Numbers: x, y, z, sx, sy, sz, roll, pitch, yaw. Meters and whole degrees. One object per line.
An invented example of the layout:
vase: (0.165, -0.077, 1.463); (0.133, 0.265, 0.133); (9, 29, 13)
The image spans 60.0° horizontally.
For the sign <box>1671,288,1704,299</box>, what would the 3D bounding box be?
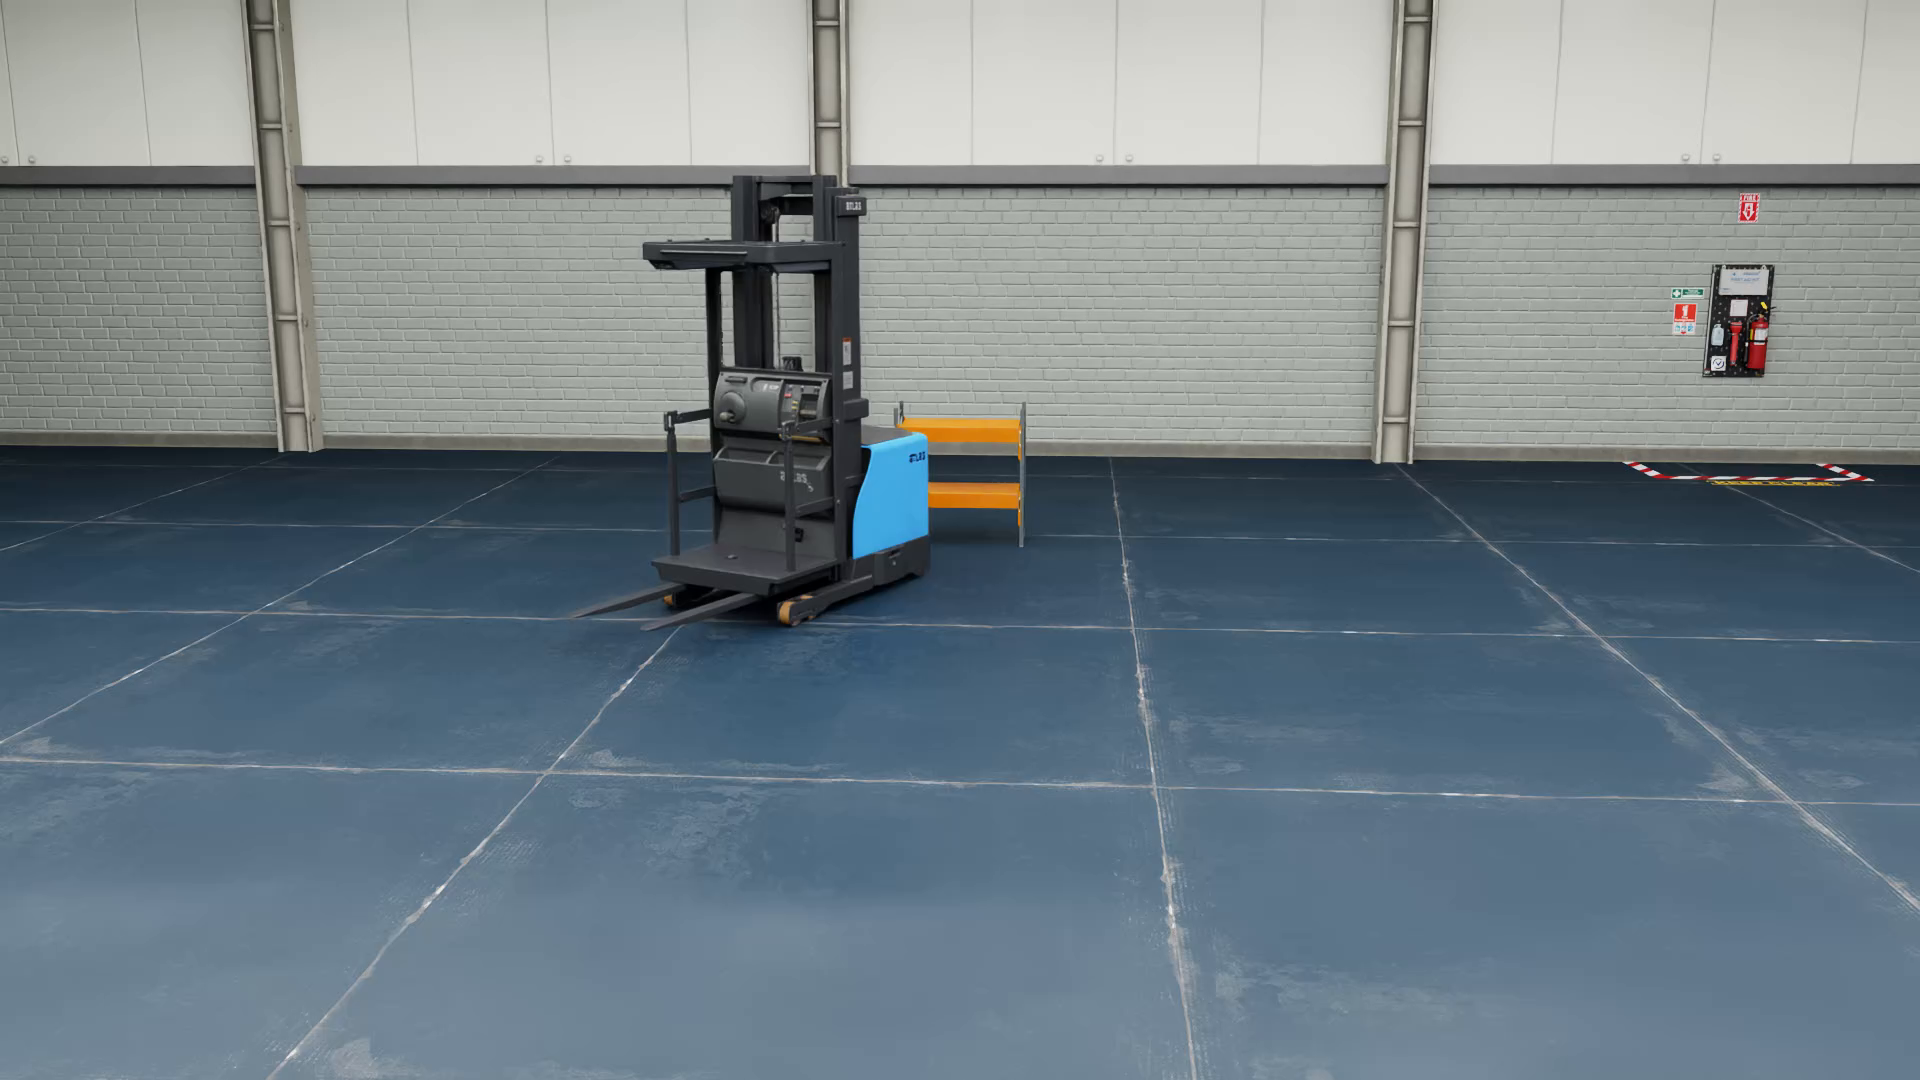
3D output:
sign: (7.600, -2.574, 17.367); (0.331, 0.109, 0.001); (1, 12, 4)

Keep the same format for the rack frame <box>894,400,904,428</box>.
rack frame: (-0.500, -0.557, 13.686); (0.032, 1.125, 0.500); (1, 12, 4)

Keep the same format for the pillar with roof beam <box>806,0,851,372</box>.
pillar with roof beam: (-1.656, -4.450, 13.065); (0.400, 9.000, 9.100); (1, 12, 4)

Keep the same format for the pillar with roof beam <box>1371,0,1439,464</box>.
pillar with roof beam: (4.330, -4.368, 12.672); (0.400, 9.000, 9.100); (1, 12, 4)

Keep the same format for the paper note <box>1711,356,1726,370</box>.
paper note: (7.969, -1.856, 17.466); (0.142, 0.148, 0.016); (1, 12, 4)

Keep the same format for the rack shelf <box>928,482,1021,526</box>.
rack shelf: (0.007, -0.311, 13.703); (1.000, 0.278, 0.538); (1, 12, 4)

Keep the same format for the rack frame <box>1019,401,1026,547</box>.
rack frame: (0.514, -0.544, 13.619); (0.032, 1.125, 0.500); (1, 12, 4)

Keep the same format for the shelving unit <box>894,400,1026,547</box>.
shelving unit: (0.007, -0.550, 13.652); (1.048, 1.125, 0.538); (1, 12, 4)

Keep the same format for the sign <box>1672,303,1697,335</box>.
sign: (7.596, -2.317, 17.431); (0.234, 0.329, 0.001); (1, 12, 4)

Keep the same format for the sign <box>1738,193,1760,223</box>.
sign: (8.140, -3.426, 17.158); (0.199, 0.298, 0.001); (1, 12, 4)

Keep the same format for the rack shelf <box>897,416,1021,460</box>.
rack shelf: (0.007, -0.837, 13.593); (1.000, 0.278, 0.538); (1, 12, 4)

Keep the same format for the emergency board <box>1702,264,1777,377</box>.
emergency board: (8.141, -2.271, 17.297); (0.643, 1.169, 0.194); (1, 12, 4)

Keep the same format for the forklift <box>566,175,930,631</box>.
forklift: (-1.408, -0.972, 11.255); (1.130, 2.935, 3.031); (7, 14, 30)

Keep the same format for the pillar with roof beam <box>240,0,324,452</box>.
pillar with roof beam: (-7.643, -4.532, 13.457); (0.400, 9.000, 9.100); (1, 12, 4)
